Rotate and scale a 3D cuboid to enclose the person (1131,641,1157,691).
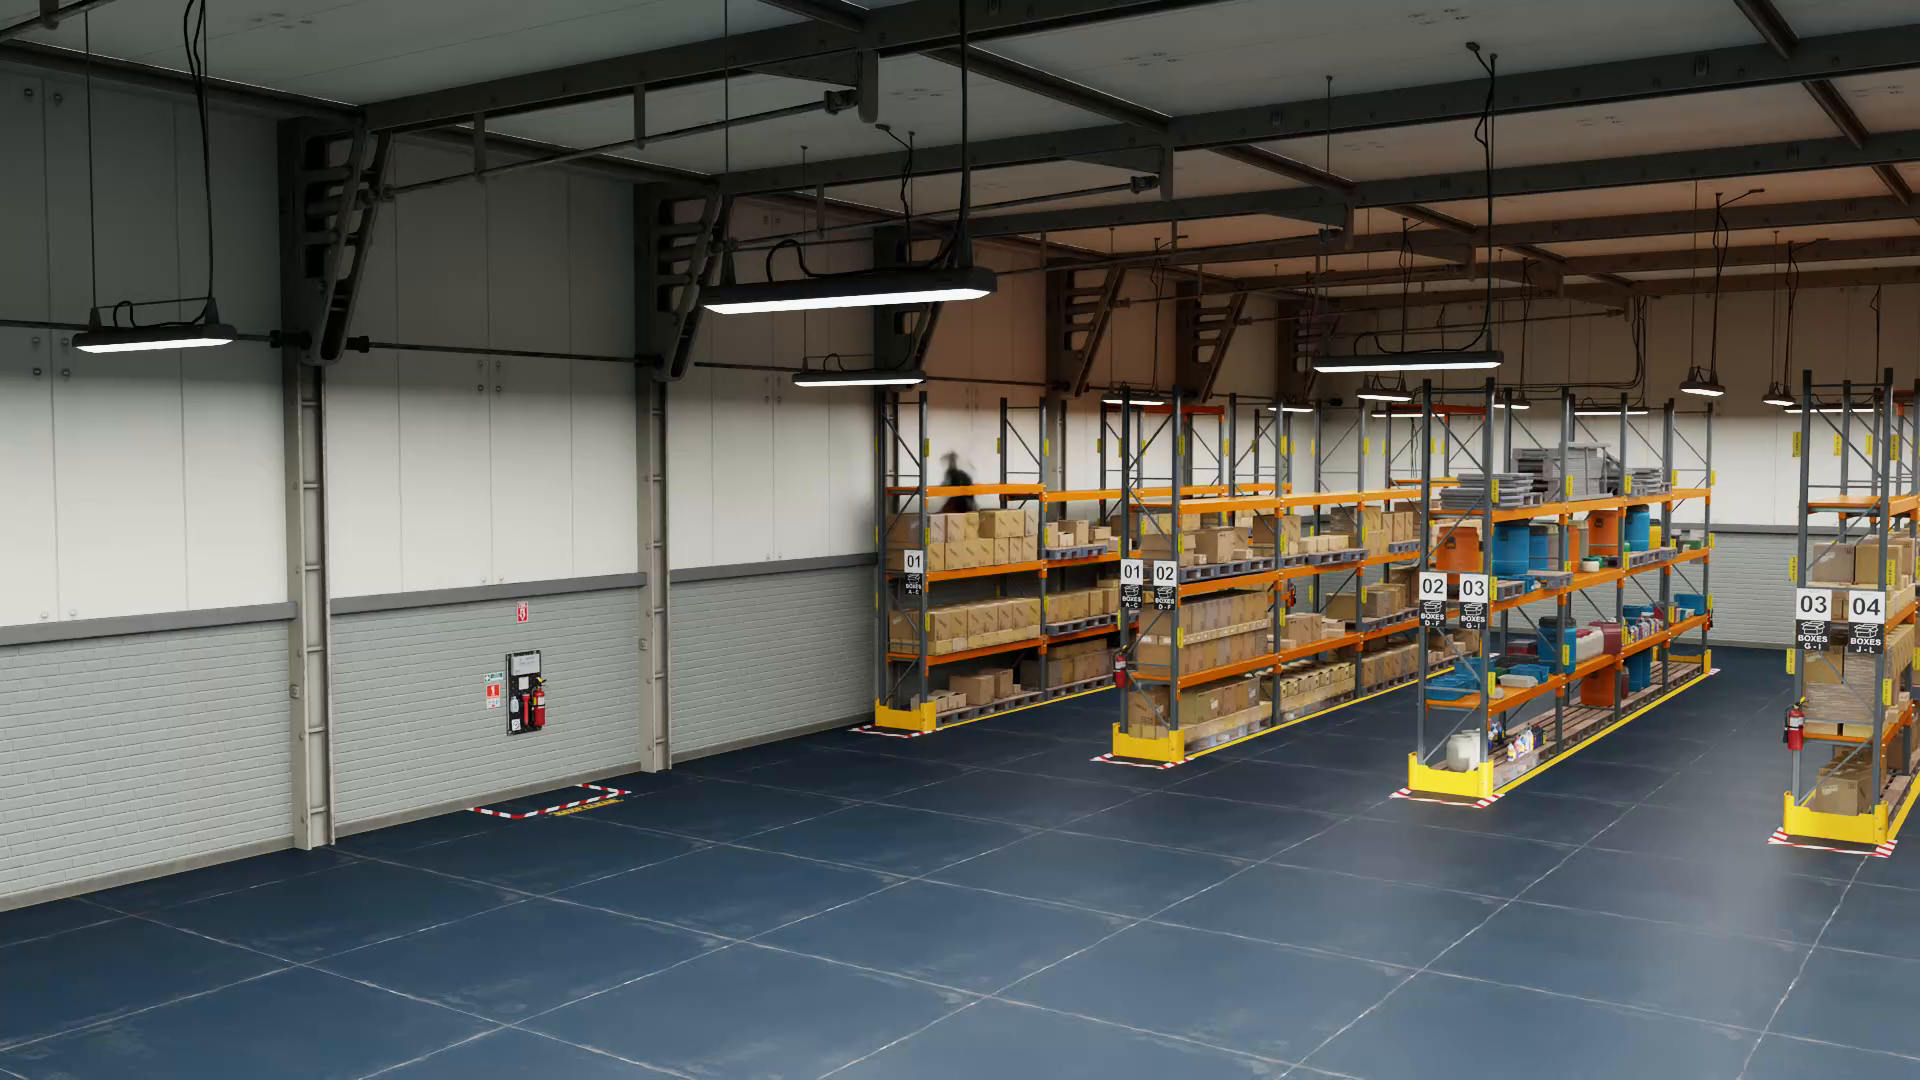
[{"bbox_3d":[3.505,2.394,31.087,0.667,1.750,0.779,2,4,27],"label":"person"}]
